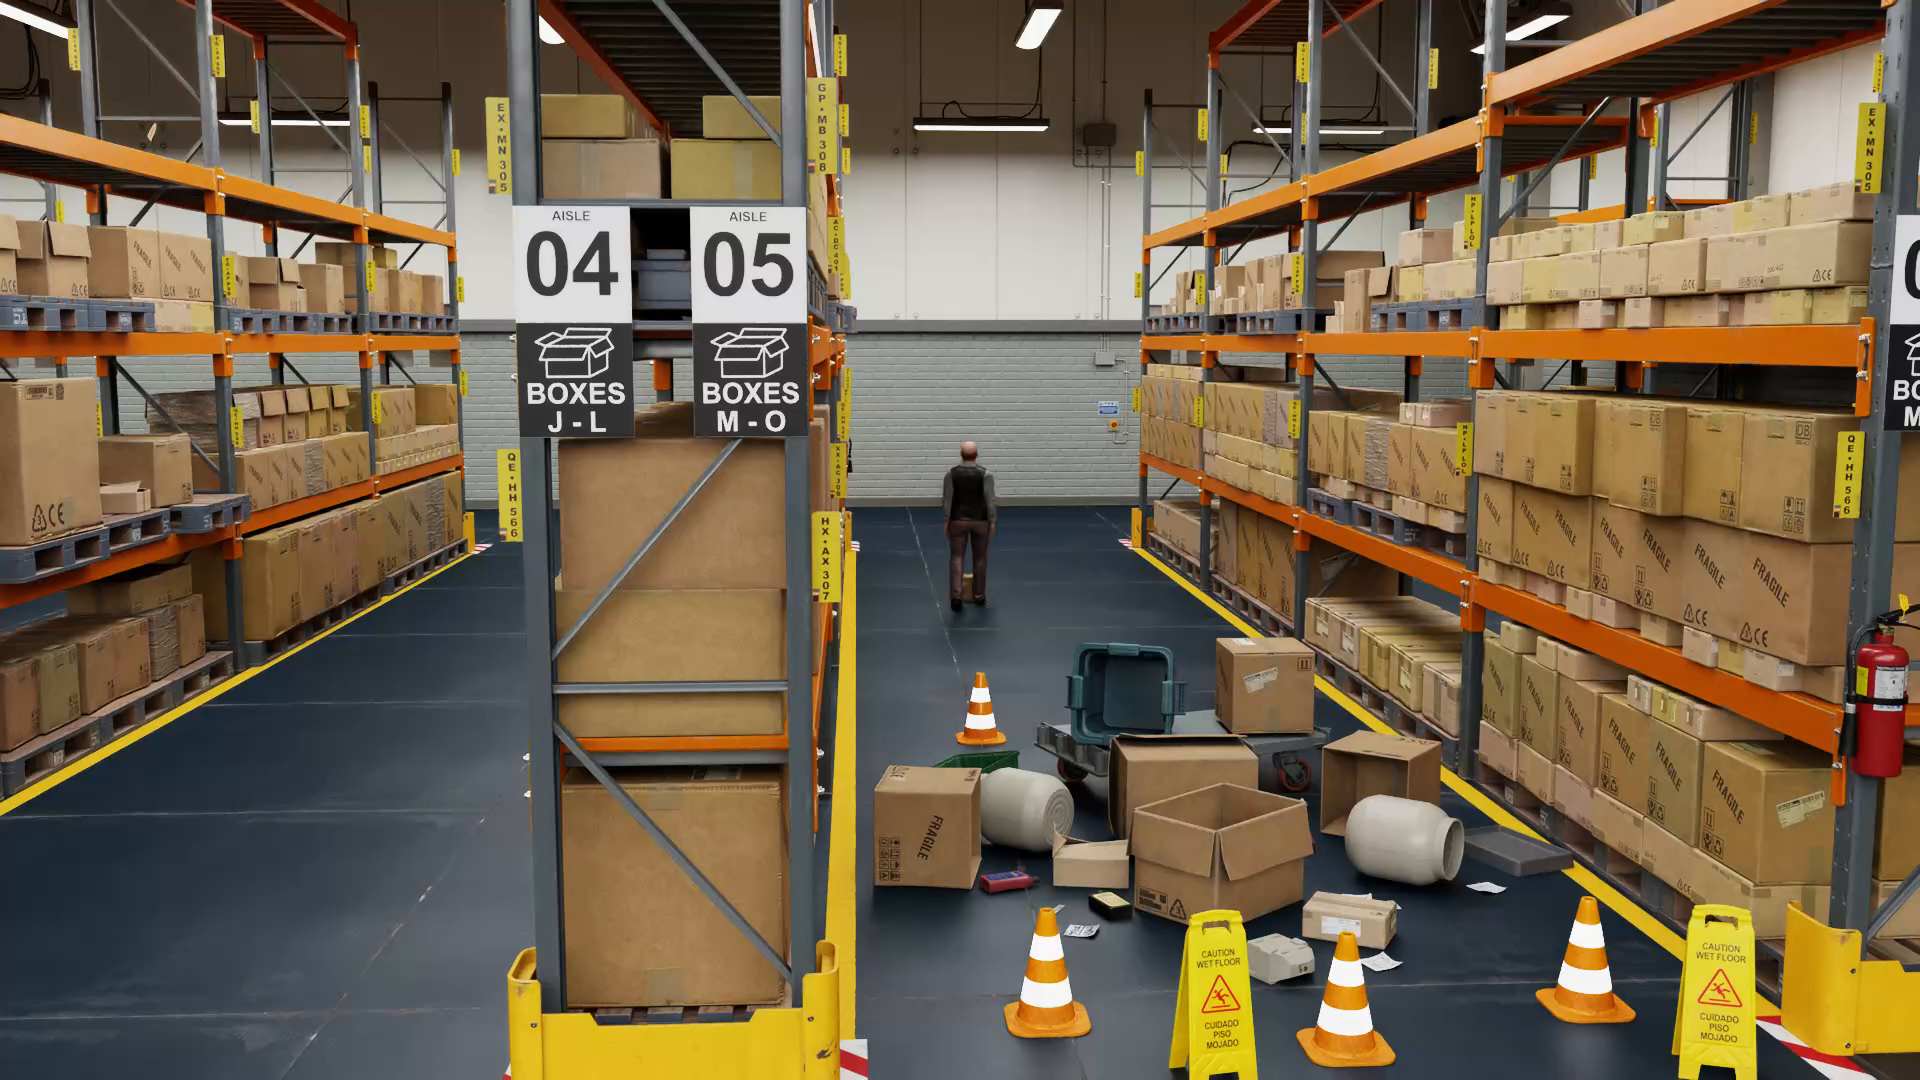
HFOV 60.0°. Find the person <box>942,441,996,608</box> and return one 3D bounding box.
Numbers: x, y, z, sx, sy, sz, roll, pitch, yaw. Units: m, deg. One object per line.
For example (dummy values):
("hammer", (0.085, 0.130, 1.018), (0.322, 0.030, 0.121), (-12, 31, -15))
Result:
("person", (0.097, -0.168, 17.226), (0.559, 1.720, 0.657), (0, 7, 4))
